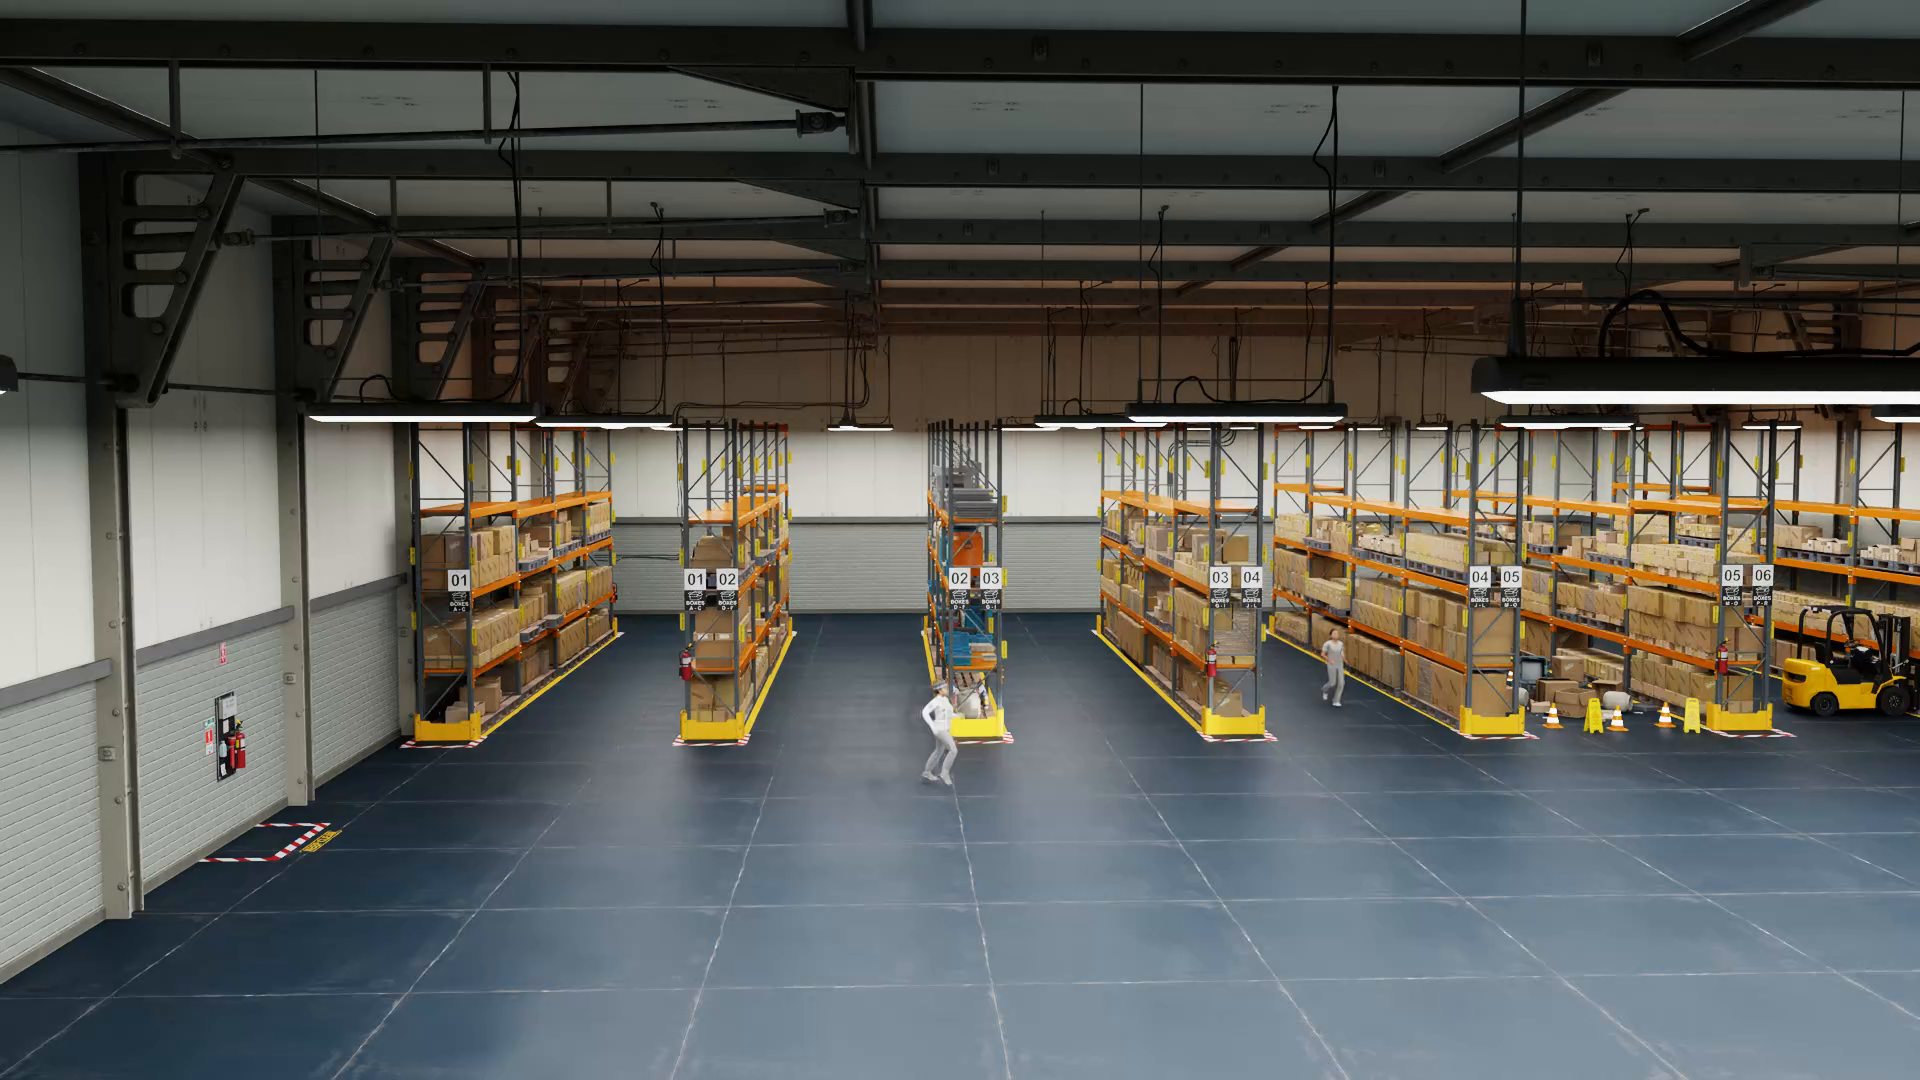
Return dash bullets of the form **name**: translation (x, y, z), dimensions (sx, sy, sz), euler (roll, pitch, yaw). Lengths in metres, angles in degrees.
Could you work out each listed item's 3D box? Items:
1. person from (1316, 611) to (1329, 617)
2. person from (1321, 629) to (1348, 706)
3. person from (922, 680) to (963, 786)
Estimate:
- **person**: translation (10.786, 1.765, 49.096), dimensions (0.591, 1.672, 0.576), euler (0, 4, 3)
- **person**: translation (7.882, 2.670, 35.017), dimensions (0.565, 1.613, 0.641), euler (-1, 4, -14)
- **person**: translation (-0.291, 3.146, 27.128), dimensions (0.720, 1.735, 0.577), euler (1, 4, 14)
